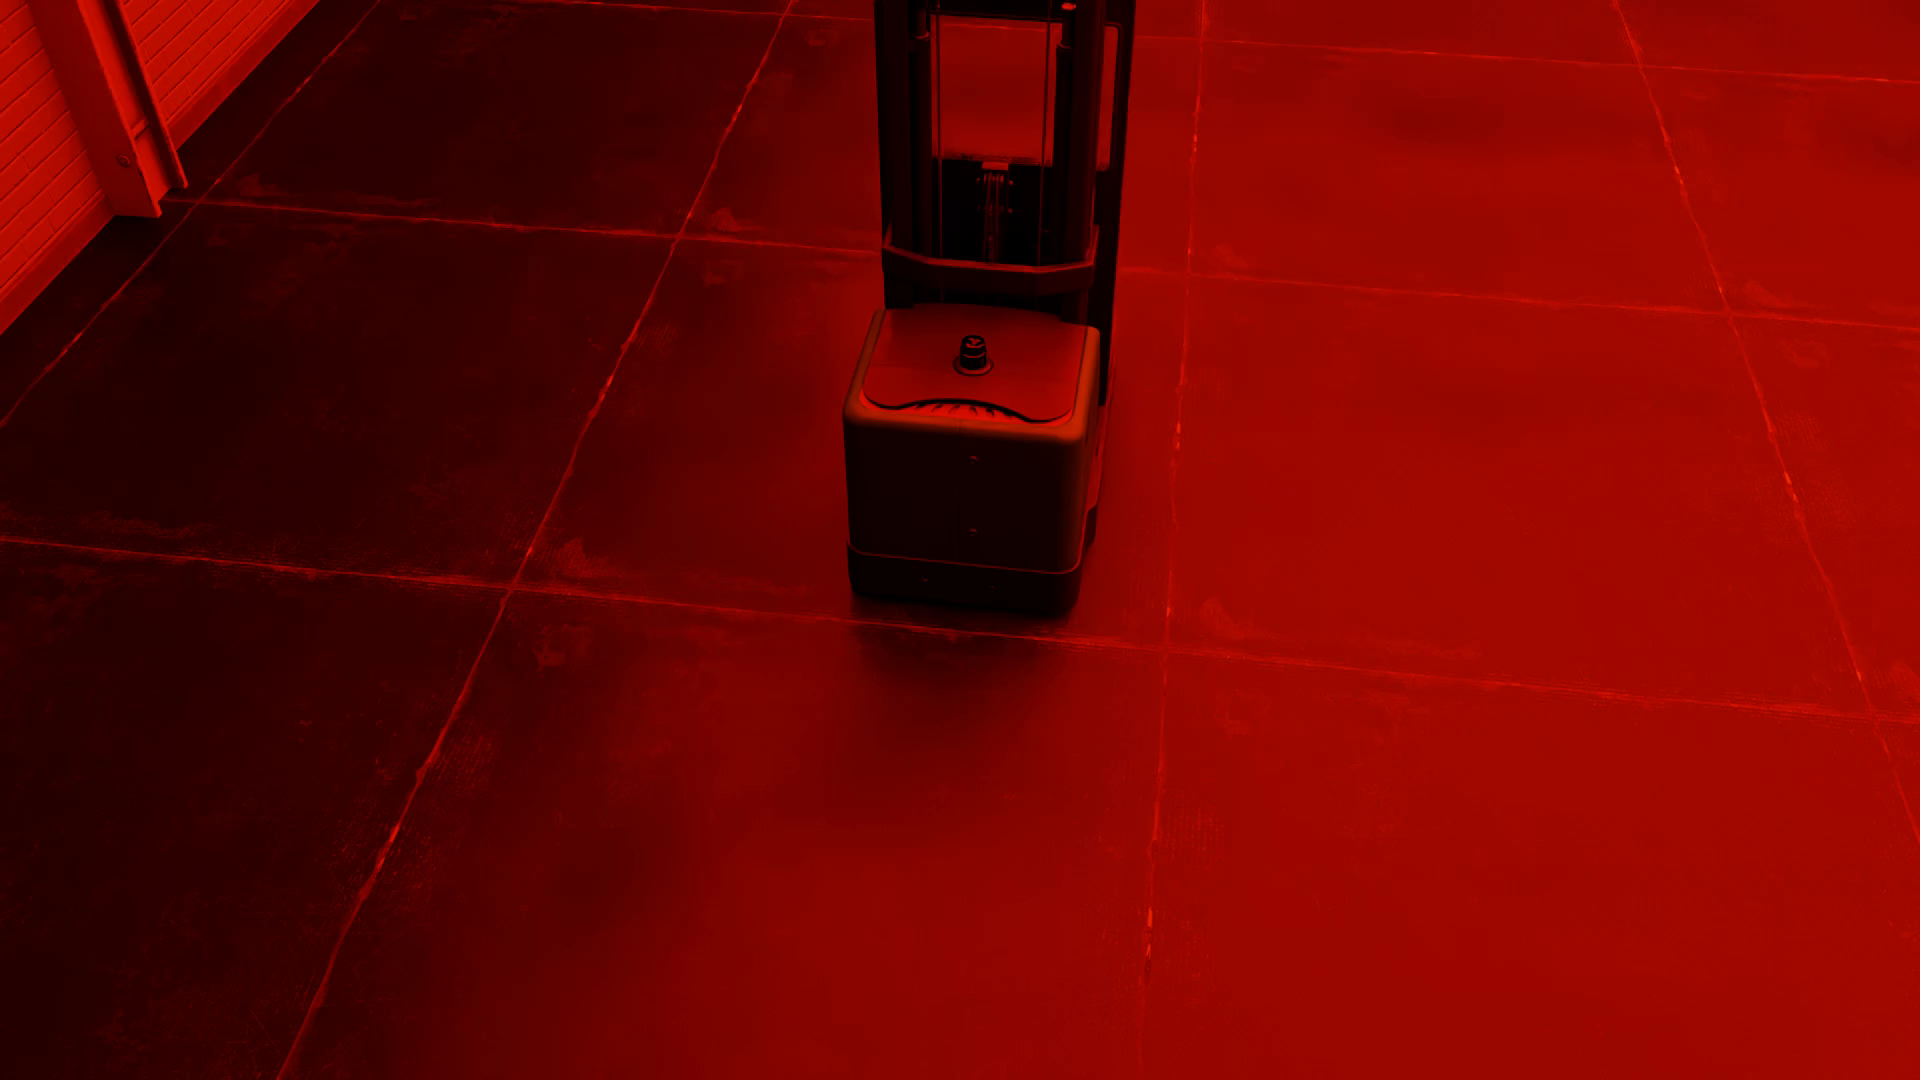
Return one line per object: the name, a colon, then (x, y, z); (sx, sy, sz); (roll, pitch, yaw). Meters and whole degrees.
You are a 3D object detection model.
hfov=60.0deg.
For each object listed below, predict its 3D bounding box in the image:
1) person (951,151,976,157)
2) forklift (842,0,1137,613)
person: (0.098, -1.364, 8.297); (0.728, 1.436, 0.661); (32, 51, 30)
forklift: (0.221, -1.757, 7.637); (1.130, 2.935, 3.031); (6, 43, 6)
